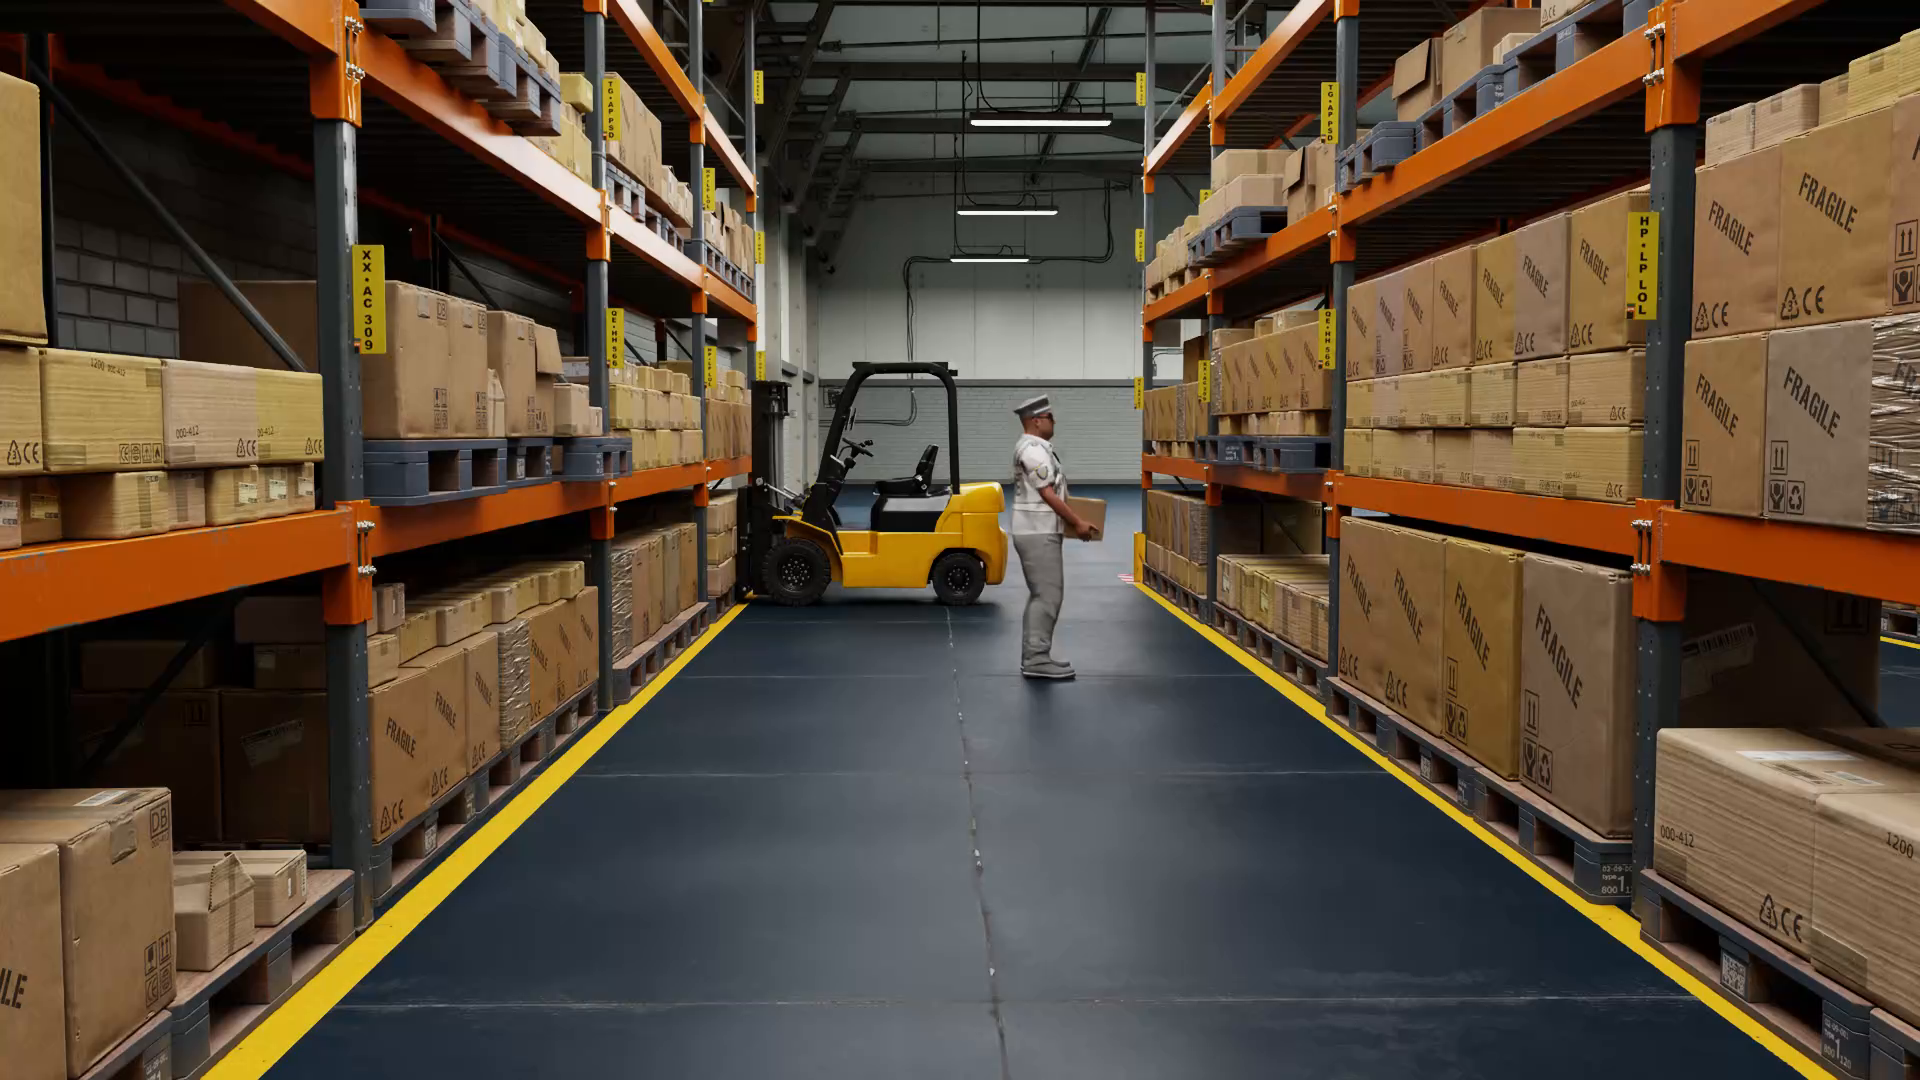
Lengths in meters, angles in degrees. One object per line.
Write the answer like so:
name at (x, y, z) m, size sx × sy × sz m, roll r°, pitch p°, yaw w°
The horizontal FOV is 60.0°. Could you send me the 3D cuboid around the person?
person at (0.584, -0.035, 10.501) m, size 0.557 × 1.774 × 0.514 m, roll 0°, pitch 4°, yaw -2°
